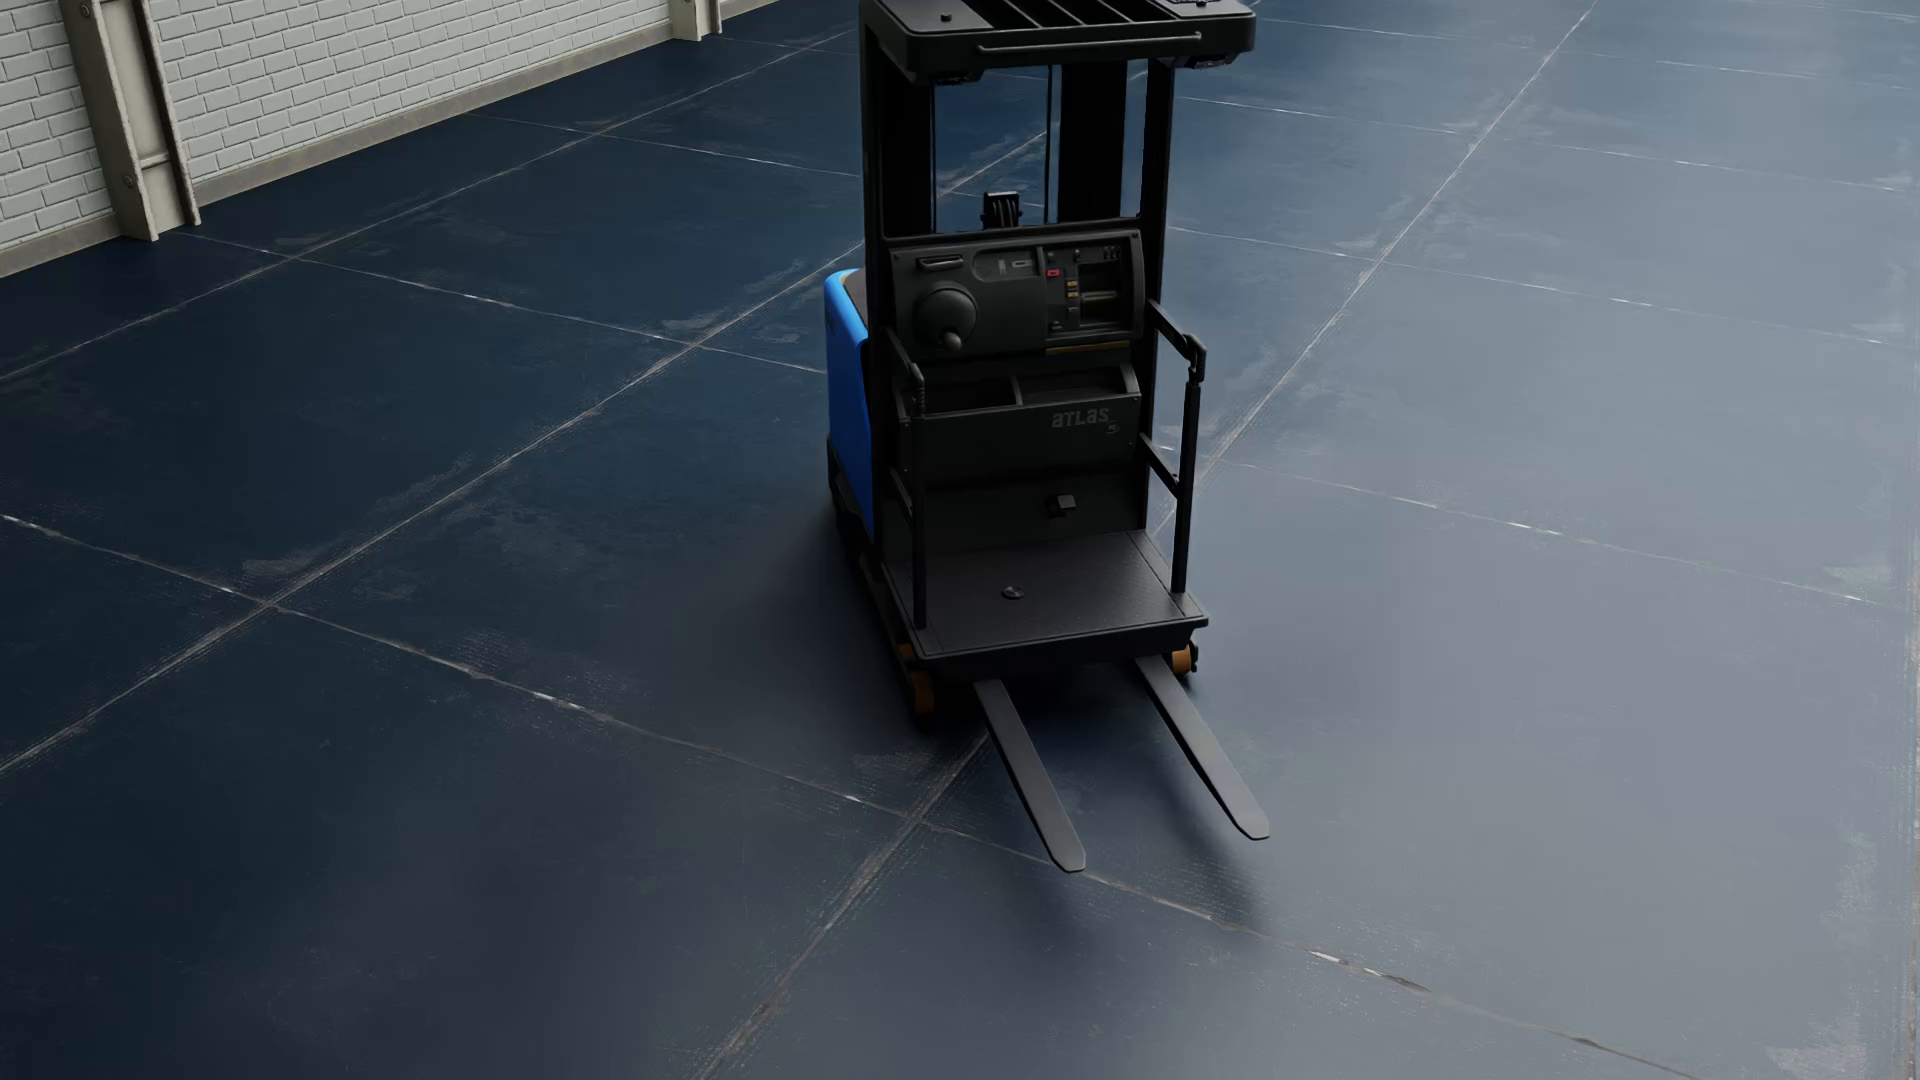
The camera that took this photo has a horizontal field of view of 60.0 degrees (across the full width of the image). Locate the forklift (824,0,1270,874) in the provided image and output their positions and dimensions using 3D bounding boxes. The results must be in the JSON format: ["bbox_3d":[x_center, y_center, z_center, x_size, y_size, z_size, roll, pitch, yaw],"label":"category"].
[{"bbox_3d":[0.267,-0.840,5.769,1.130,2.935,3.031,-7,31,-13],"label":"forklift"}]

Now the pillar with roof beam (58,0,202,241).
[{"bbox_3d":[-1.340,-4.942,6.819,9.100,9.000,0.400,14,33,23],"label":"pillar with roof beam"}]

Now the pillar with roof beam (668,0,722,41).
[{"bbox_3d":[1.393,-7.602,11.451,9.100,9.000,0.400,14,33,23],"label":"pillar with roof beam"}]
